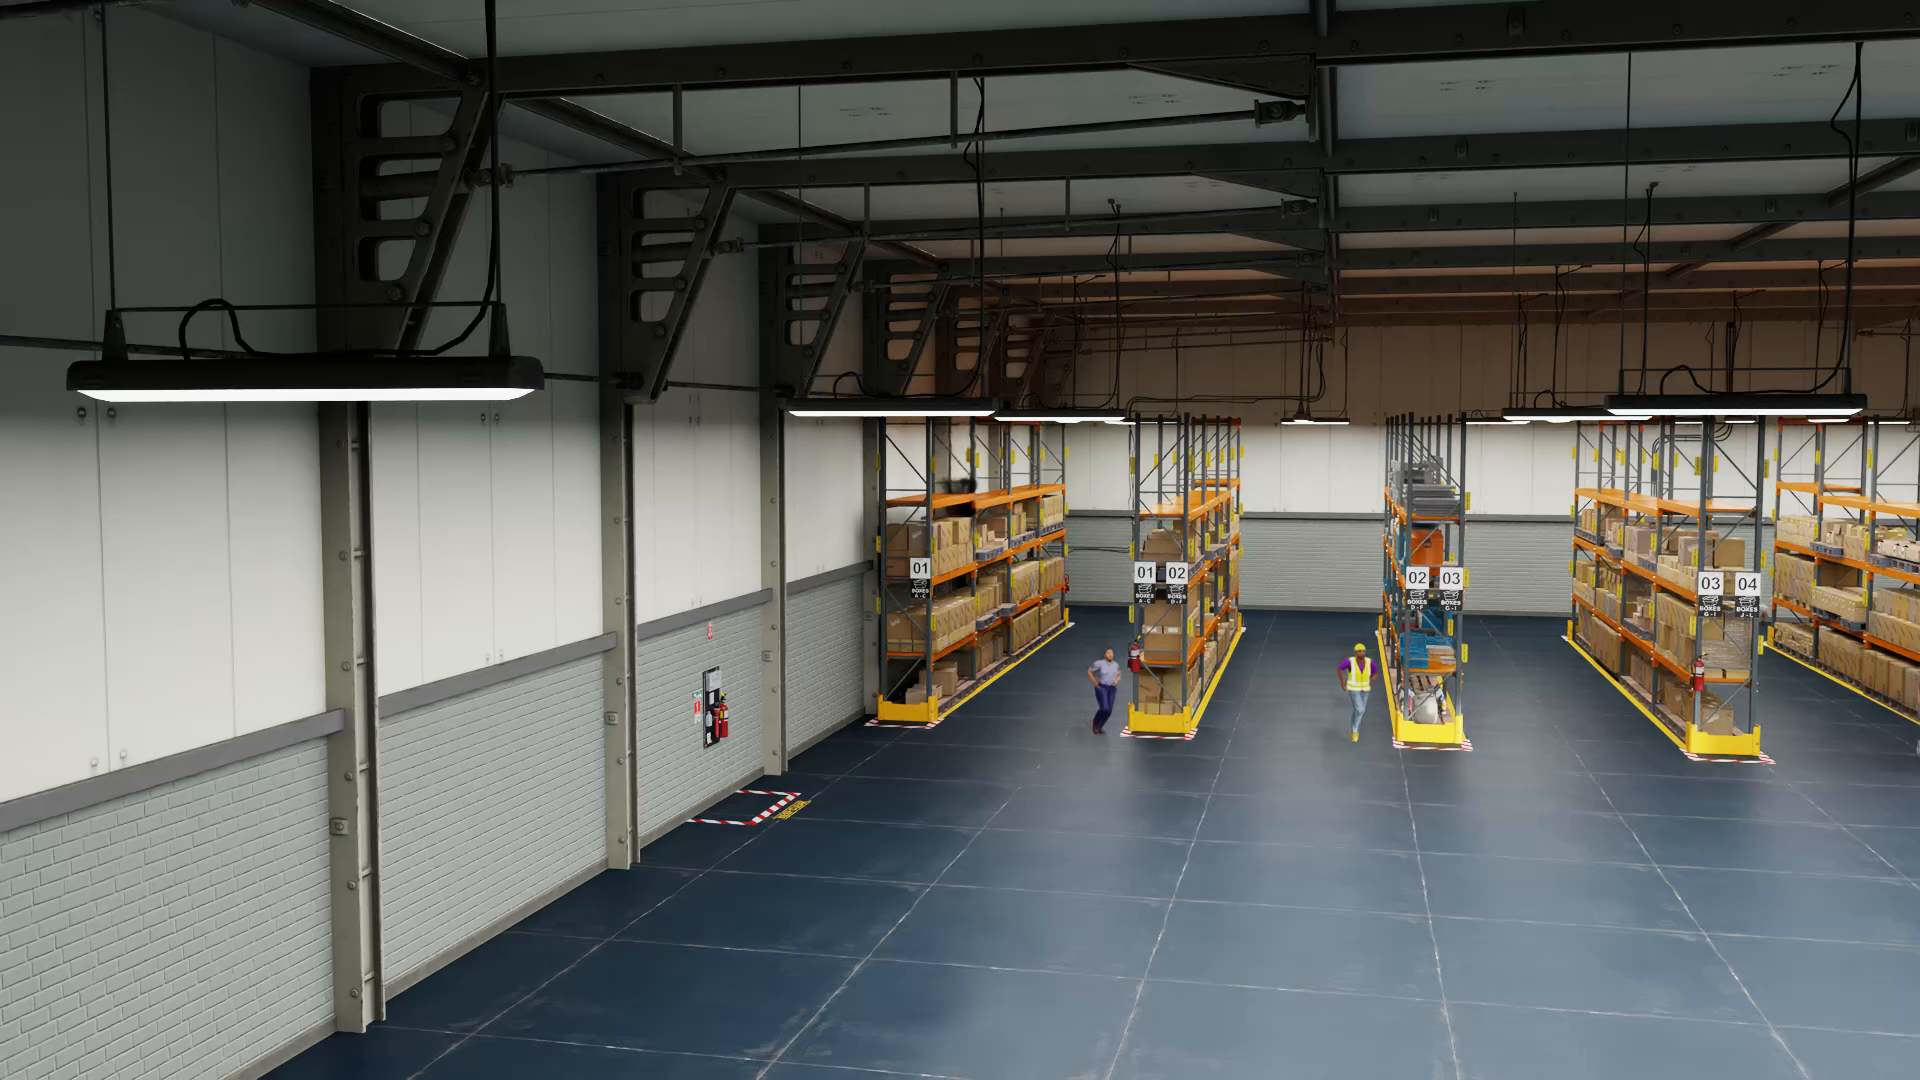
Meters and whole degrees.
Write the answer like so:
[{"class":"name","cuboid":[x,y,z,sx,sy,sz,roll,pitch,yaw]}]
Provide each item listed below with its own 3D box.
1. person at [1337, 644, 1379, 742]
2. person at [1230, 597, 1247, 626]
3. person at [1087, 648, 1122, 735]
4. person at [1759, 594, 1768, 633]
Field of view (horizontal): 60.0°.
[{"class":"person","cuboid":[7.314,2.796,30.454,0.699,1.822,0.735,-1,4,-10]},{"class":"person","cuboid":[7.788,1.650,47.954,1.003,1.627,0.615,3,5,35]},{"class":"person","cuboid":[2.727,2.803,30.819,0.636,1.607,0.556,-2,4,-22]},{"class":"person","cuboid":[19.338,2.112,40.601,0.645,1.718,0.917,0,4,6]}]
